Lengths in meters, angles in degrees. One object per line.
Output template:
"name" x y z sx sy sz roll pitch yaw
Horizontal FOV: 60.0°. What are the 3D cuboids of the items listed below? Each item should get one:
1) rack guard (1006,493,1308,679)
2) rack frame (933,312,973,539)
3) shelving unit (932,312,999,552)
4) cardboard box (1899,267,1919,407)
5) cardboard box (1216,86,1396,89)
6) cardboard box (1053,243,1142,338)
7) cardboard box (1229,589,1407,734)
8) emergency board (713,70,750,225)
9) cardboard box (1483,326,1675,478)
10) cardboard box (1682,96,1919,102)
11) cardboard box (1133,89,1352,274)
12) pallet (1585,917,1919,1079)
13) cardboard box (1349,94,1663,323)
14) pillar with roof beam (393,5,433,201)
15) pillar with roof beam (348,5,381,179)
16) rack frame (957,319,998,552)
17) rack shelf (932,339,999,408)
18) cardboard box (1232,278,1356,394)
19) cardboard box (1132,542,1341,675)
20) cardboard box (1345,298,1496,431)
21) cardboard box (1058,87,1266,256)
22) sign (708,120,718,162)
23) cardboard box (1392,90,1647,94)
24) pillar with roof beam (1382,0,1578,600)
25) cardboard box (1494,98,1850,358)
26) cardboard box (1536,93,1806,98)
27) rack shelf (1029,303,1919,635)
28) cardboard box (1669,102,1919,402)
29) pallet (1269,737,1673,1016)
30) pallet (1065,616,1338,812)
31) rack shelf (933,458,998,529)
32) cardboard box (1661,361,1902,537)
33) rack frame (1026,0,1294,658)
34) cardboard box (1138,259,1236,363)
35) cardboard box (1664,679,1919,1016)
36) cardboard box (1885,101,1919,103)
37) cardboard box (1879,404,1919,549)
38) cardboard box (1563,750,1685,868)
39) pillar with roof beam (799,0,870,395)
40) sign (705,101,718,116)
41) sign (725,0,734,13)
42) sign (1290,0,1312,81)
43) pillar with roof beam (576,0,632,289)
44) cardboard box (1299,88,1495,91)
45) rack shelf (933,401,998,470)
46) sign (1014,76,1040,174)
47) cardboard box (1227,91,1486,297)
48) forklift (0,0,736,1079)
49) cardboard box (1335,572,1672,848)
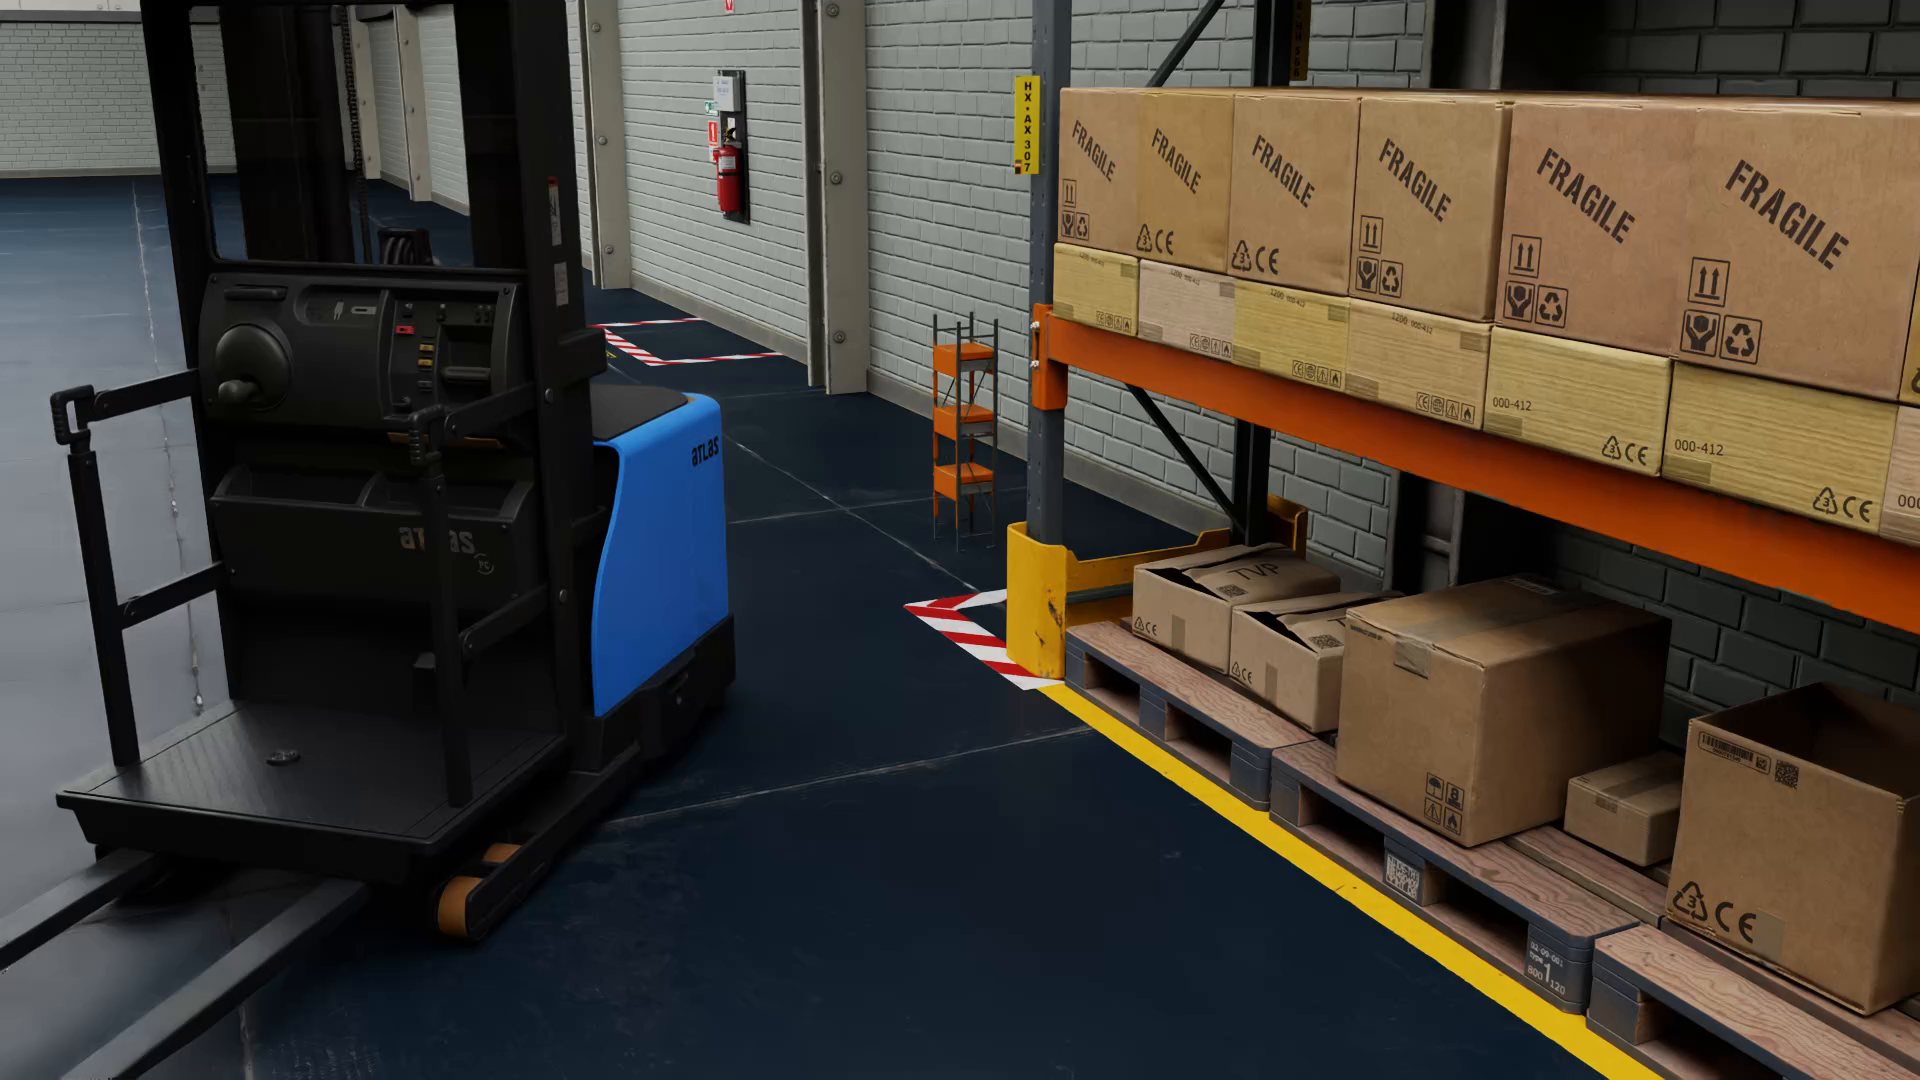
"rack guard" 0.753 0.156 6.302 1.175 0.500 0.348 -8 18 -25
"rack frame" -0.030 -0.522 7.665 0.200 1.050 0.008 -8 18 -25
"shelving unit" 0.023 -0.491 7.560 0.215 1.050 0.252 -8 18 -25
"cardboard box" 1.987 -0.451 2.759 0.500 0.500 0.500 -8 18 -25
"cardboard box" 1.117 -1.271 5.619 0.500 0.500 0.500 -8 18 -26
"cardboard box" 0.648 -0.843 5.485 0.500 0.250 0.500 -8 18 -27
"cardboard box" 1.192 0.340 5.204 0.500 0.311 0.500 -6 17 -20
"emergency board" -1.873 -3.101 13.118 0.194 1.169 0.643 -8 18 -25
"cardboard box" 1.547 -0.339 3.728 0.500 0.250 0.500 -8 18 -25
"cardboard box" 2.017 -0.766 3.856 0.500 0.500 0.500 -7 17 -23
"cardboard box" 0.866 -1.084 4.967 0.500 0.500 0.500 -8 18 -25
"pallet" 2.146 1.105 3.516 1.003 0.211 1.213 -8 18 -25
"cardboard box" 1.324 -0.829 4.077 0.500 0.500 0.500 -7 17 -23
"pillar with roof beam" -12.580 -9.310 23.879 9.100 9.000 0.400 -8 18 -25
"pillar with roof beam" -15.209 -10.798 29.063 9.100 9.000 0.400 -8 18 -25
"rack frame" 0.077 -0.461 7.454 0.200 1.050 0.008 -8 18 -25
"rack shelf" 0.023 -0.754 7.484 0.215 0.259 0.240 -8 18 -25
"cardboard box" 1.106 -0.589 4.600 0.500 0.250 0.500 -8 18 -26
"cardboard box" 0.942 0.199 5.697 0.500 0.311 0.500 -10 19 -31
"cardboard box" 1.326 -0.463 4.162 0.500 0.250 0.500 -7 18 -24
"cardboard box" 0.659 -1.208 5.398 0.500 0.500 0.500 -8 18 -25
"sign" -2.022 -3.267 13.634 0.001 0.329 0.234 -8 18 -25
"cardboard box" 1.559 -1.018 4.735 0.500 0.500 0.500 -8 18 -26
"pillar with roof beam" -2.066 -3.359 3.142 9.100 9.000 0.400 -8 18 -25
"cardboard box" 1.552 -0.700 3.628 0.500 0.500 0.500 -8 18 -26
"cardboard box" 1.780 -0.893 4.300 0.500 0.500 0.500 -7 18 -24
"rack shelf" 1.596 -0.223 4.394 1.077 0.370 4.000 -8 18 -25
"cardboard box" 1.763 -0.574 3.188 0.500 0.500 0.500 -8 18 -25
"pallet" 1.608 0.802 4.572 1.003 0.211 1.213 -8 18 -25
"pallet" 1.077 0.500 5.625 1.003 0.211 1.213 -8 18 -25
"rack shelf" 0.023 -0.214 7.639 0.215 0.259 0.240 -8 18 -25
"cardboard box" 1.781 -0.216 3.300 0.500 0.250 0.500 -8 18 -25
"rack frame" 0.720 -1.065 6.023 1.000 3.000 0.127 -8 18 -25
"cardboard box" 0.888 -0.716 5.042 0.500 0.250 0.500 -8 18 -27
"cardboard box" 1.981 0.665 3.730 0.500 0.500 0.500 -9 18 -29
"cardboard box" 2.231 -0.641 3.423 0.500 0.500 0.500 -8 18 -25
"cardboard box" 1.992 -0.091 2.866 0.500 0.250 0.500 -8 18 -25
"cardboard box" 1.789 0.687 4.289 0.380 0.149 0.250 -9 18 -29
"pillar with roof beam" -4.695 -4.847 8.326 9.100 9.000 0.400 -8 18 -25
"sign" -2.028 -3.520 13.553 0.001 0.109 0.331 -8 18 -25
"sign" -1.787 -4.229 12.847 0.001 0.298 0.199 -8 18 -25
"sign" 1.227 -1.835 6.036 0.100 0.325 0.005 -8 18 -25
"pillar with roof beam" -7.323 -6.334 13.510 9.100 9.000 0.400 -8 18 -25
"cardboard box" 1.329 -1.145 5.180 0.500 0.500 0.500 -7 18 -24
"rack shelf" 0.023 -0.481 7.563 0.215 0.259 0.240 -8 18 -25
"sign" 0.232 -1.415 5.675 0.100 0.325 0.005 -8 18 -25
"cardboard box" 1.087 -0.955 4.518 0.500 0.500 0.500 -8 18 -27
"forklift" -1.656 -0.510 4.214 1.130 2.935 3.031 4 17 14
"cardboard box" 1.468 0.437 4.523 0.700 0.500 0.500 -9 18 -28
